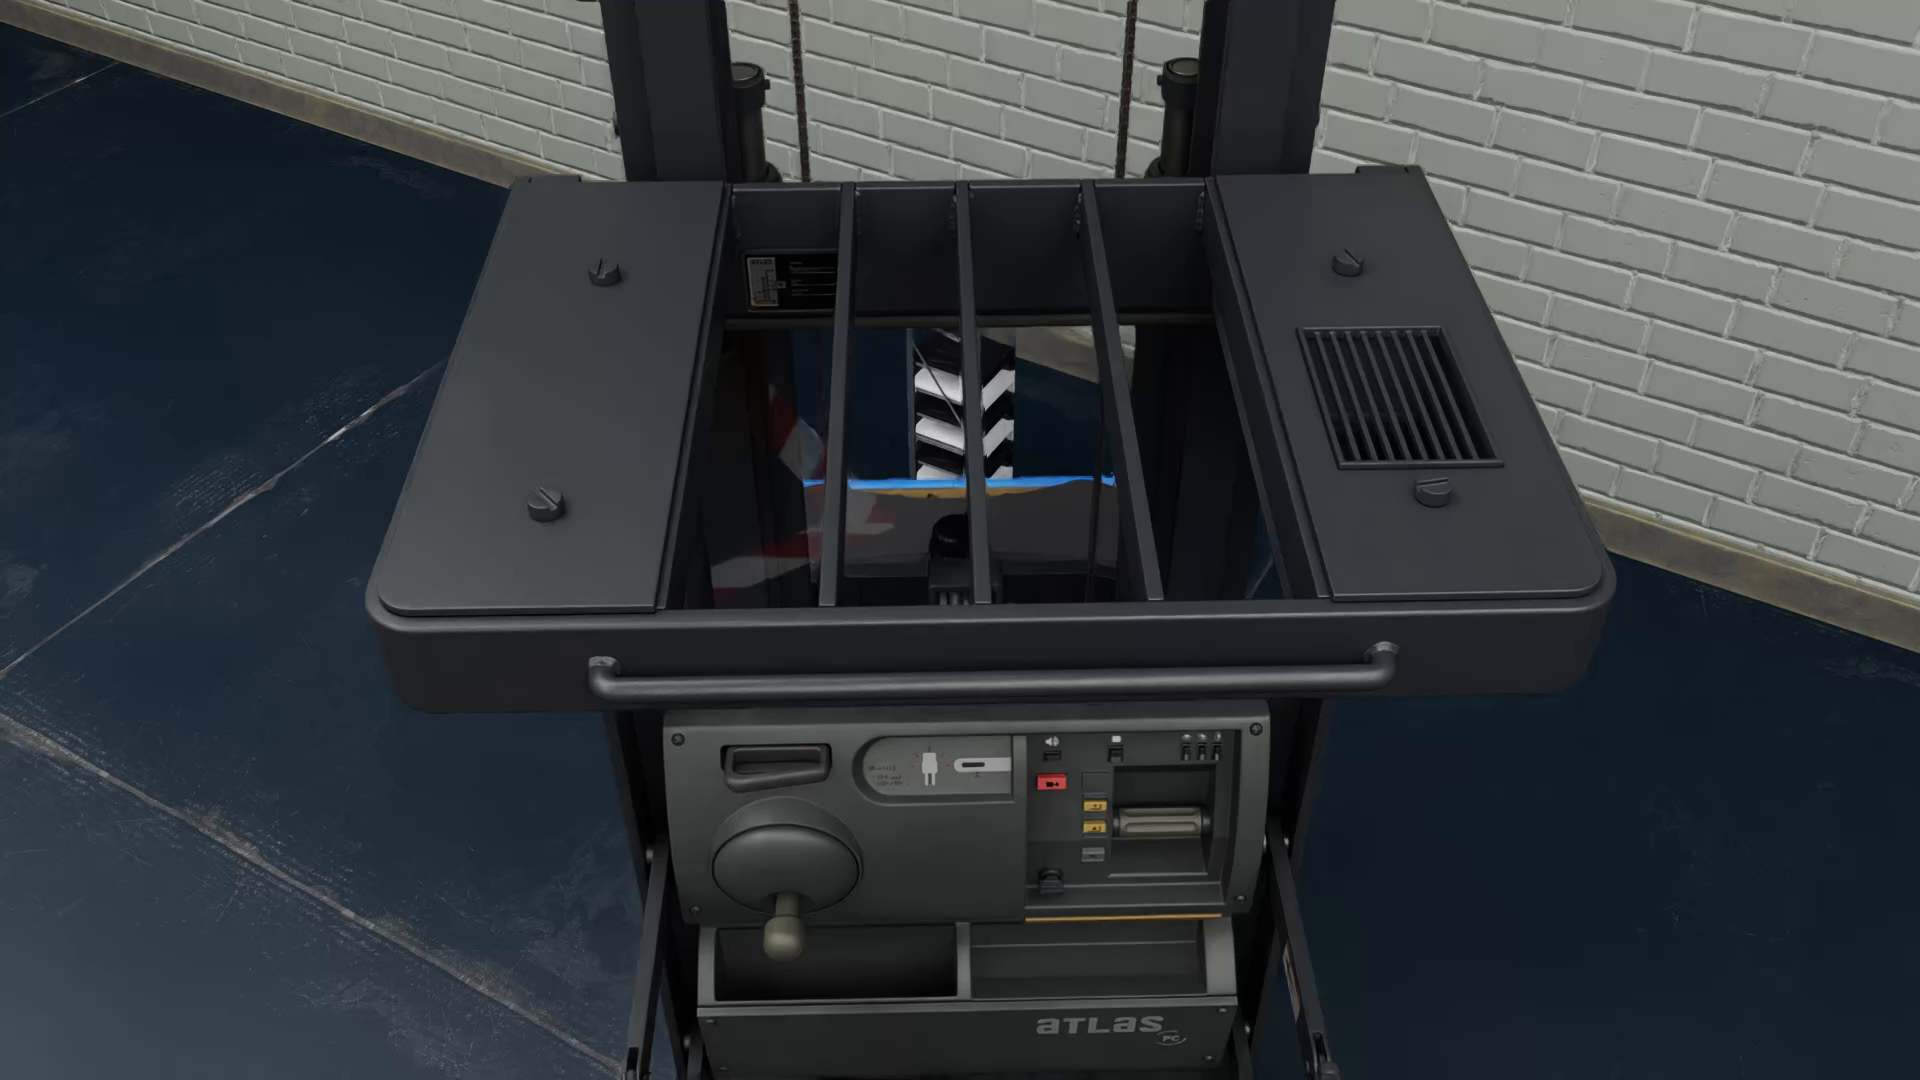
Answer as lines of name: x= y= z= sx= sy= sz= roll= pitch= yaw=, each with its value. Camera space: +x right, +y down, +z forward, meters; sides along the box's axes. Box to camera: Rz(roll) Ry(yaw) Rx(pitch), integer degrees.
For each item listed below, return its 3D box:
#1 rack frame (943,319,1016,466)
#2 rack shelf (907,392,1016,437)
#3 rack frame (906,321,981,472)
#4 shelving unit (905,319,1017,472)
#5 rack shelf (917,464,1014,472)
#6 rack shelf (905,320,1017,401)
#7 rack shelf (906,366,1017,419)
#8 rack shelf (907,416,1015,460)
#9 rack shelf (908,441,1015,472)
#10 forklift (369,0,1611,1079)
rack frame: x=0.055 y=-0.401 z=5.024 sx=0.240 sy=0.900 sz=0.006 roll=21 pitch=45 yaw=22
rack shelf: x=0.004 y=-0.385 z=4.920 sx=0.258 sy=0.077 sz=0.200 roll=21 pitch=45 yaw=22
rack frame: x=-0.047 y=-0.284 z=4.892 sx=0.240 sy=0.900 sz=0.006 roll=21 pitch=45 yaw=22
shelving unit: x=0.004 y=-0.342 z=4.958 sx=0.258 sy=0.900 sz=0.210 roll=21 pitch=45 yaw=22
rack shelf: x=0.004 y=-0.182 z=5.099 sx=0.258 sy=0.077 sz=0.200 roll=21 pitch=45 yaw=22
rack shelf: x=0.004 y=-0.520 z=4.801 sx=0.258 sy=0.077 sz=0.200 roll=21 pitch=45 yaw=22
rack shelf: x=0.004 y=-0.452 z=4.861 sx=0.258 sy=0.077 sz=0.200 roll=21 pitch=45 yaw=22
rack shelf: x=0.004 y=-0.317 z=4.980 sx=0.258 sy=0.077 sz=0.200 roll=21 pitch=45 yaw=22
rack shelf: x=0.004 y=-0.250 z=5.039 sx=0.258 sy=0.077 sz=0.200 roll=21 pitch=45 yaw=22
forklift: x=0.020 y=0.520 z=2.441 sx=1.130 sy=2.935 sz=3.031 roll=-1 pitch=41 yaw=-1
